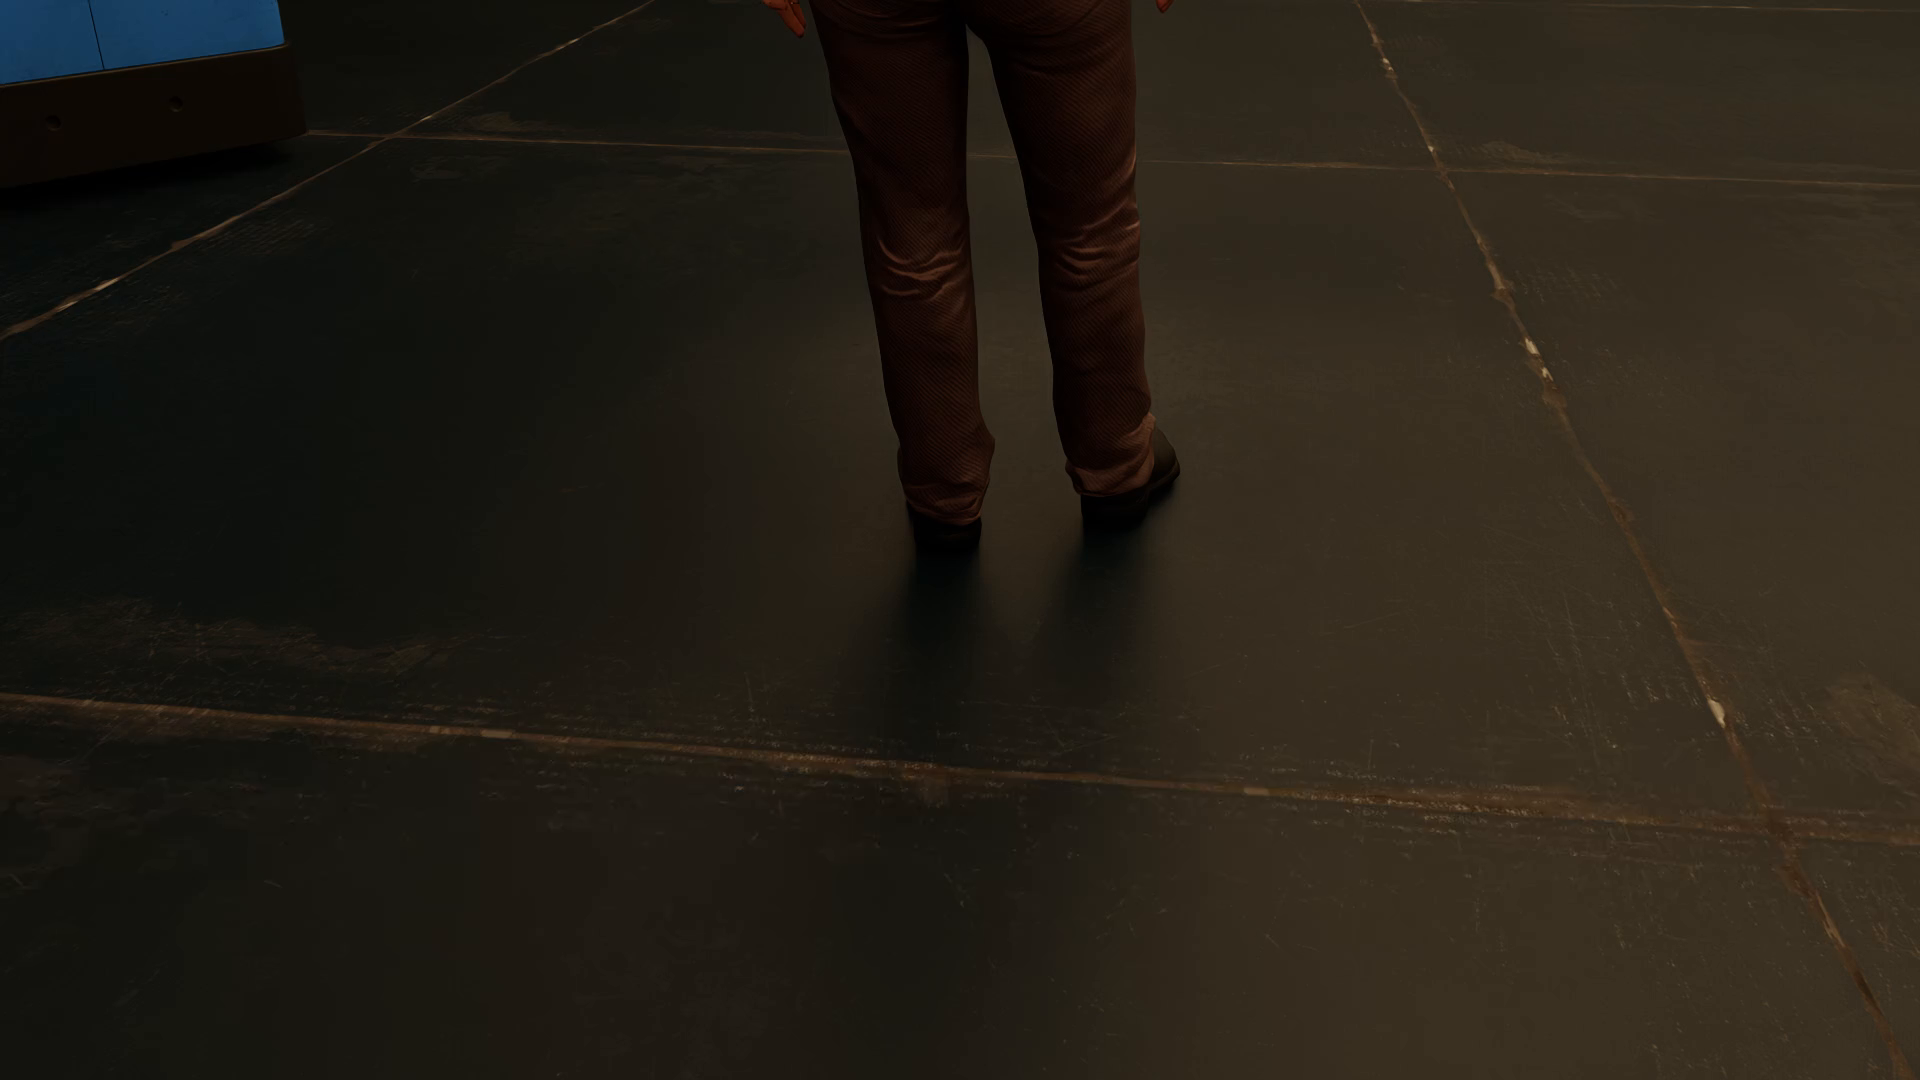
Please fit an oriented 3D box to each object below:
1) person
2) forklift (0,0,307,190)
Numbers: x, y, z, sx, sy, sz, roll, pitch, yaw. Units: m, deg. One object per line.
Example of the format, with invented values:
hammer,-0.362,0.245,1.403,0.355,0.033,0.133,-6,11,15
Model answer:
person,0.017,-0.807,2.174,0.633,1.722,0.551,3,27,7
forklift,-3.221,-2.665,4.560,3.031,2.935,1.130,23,35,38
